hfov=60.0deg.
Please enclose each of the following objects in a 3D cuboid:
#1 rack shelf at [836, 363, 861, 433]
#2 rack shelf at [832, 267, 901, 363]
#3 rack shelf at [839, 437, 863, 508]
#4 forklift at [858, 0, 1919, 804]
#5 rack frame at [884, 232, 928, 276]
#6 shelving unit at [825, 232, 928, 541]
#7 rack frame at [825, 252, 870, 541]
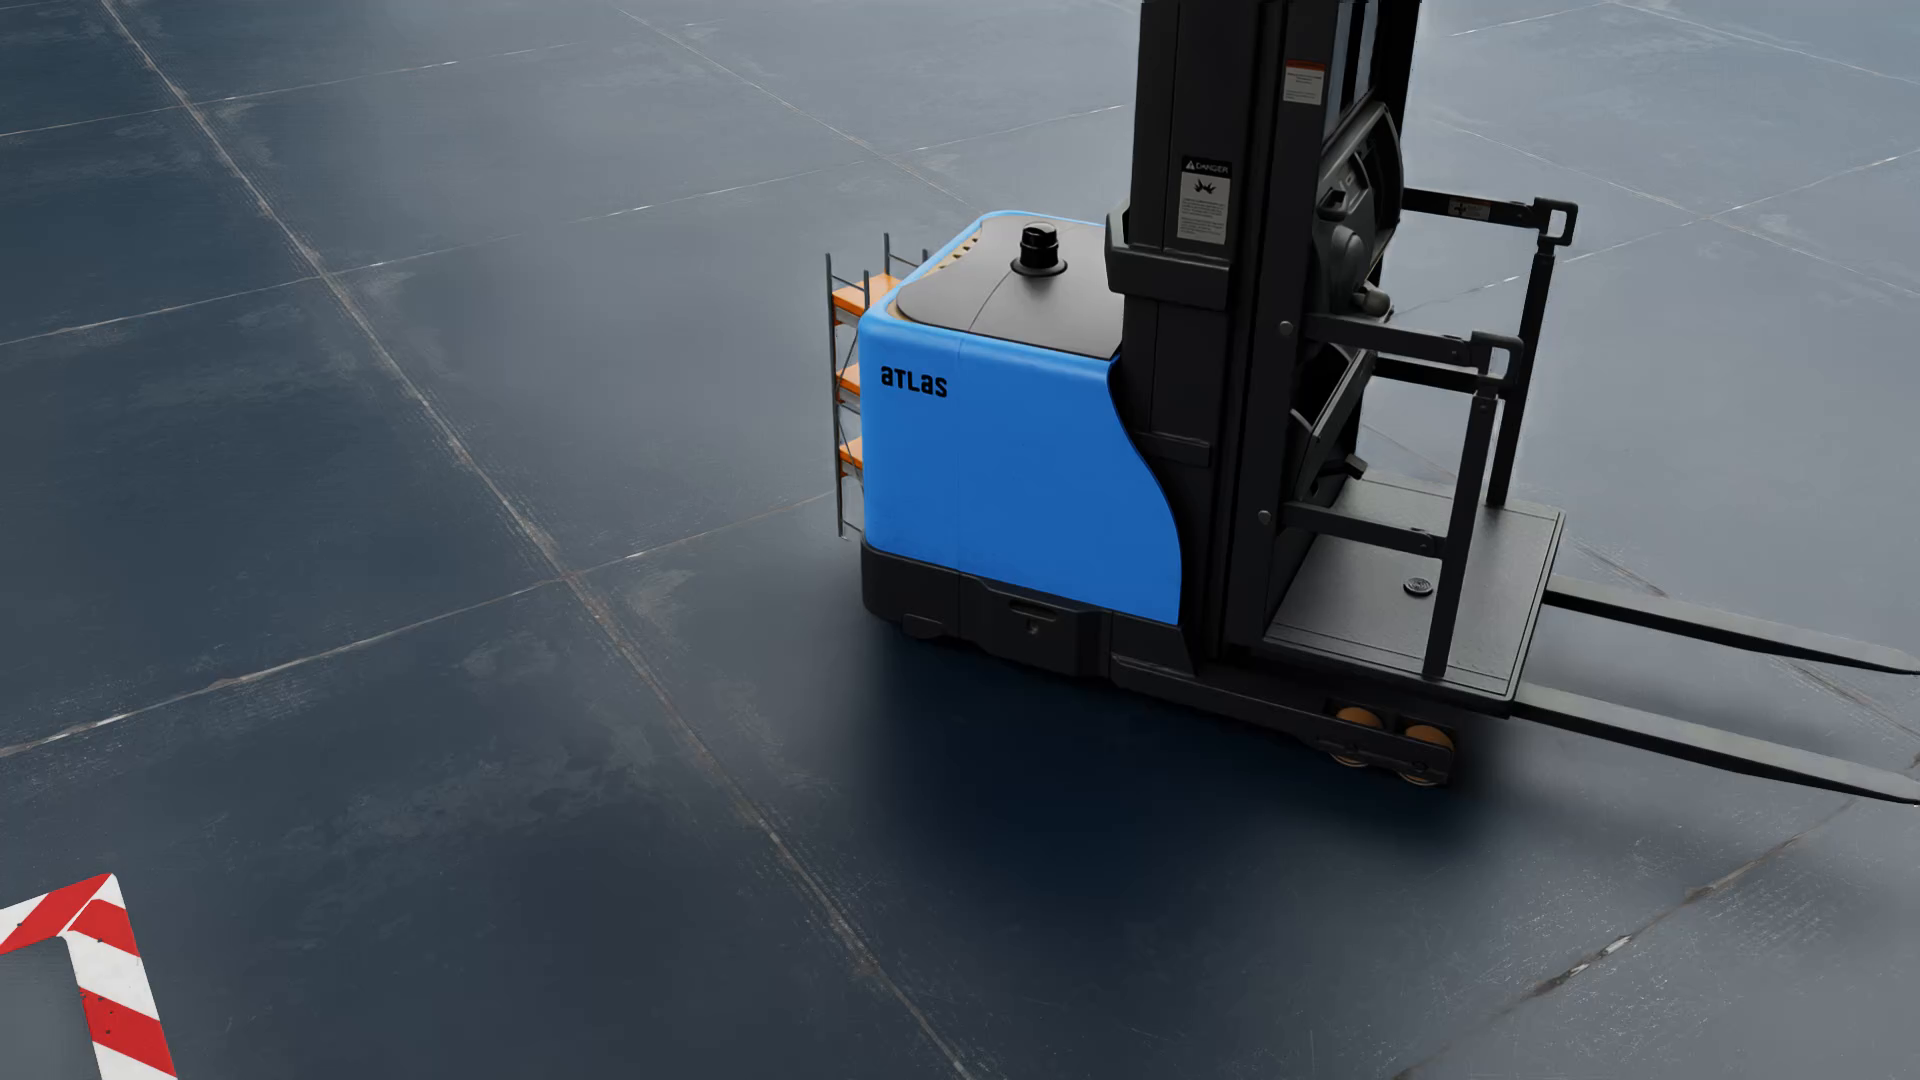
[{"bbox_3d":[-0.262,-0.455,5.507,0.240,0.259,0.215,-27,41,-36],"label":"rack shelf"},{"bbox_3d":[-0.262,-0.695,5.356,0.240,0.259,0.215,-27,41,-36],"label":"rack shelf"},{"bbox_3d":[-0.262,-0.220,5.656,0.240,0.259,0.215,-27,41,-36],"label":"rack shelf"},{"bbox_3d":[1.250,-0.876,4.391,3.031,2.935,1.130,14,35,21],"label":"forklift"},{"bbox_3d":[-0.174,-0.509,5.573,0.008,1.050,0.200,-27,41,-36],"label":"rack frame"},{"bbox_3d":[-0.262,-0.464,5.502,0.252,1.050,0.215,-27,41,-36],"label":"shelving unit"},{"bbox_3d":[-0.351,-0.419,5.431,0.008,1.050,0.200,-27,41,-36],"label":"rack frame"}]
